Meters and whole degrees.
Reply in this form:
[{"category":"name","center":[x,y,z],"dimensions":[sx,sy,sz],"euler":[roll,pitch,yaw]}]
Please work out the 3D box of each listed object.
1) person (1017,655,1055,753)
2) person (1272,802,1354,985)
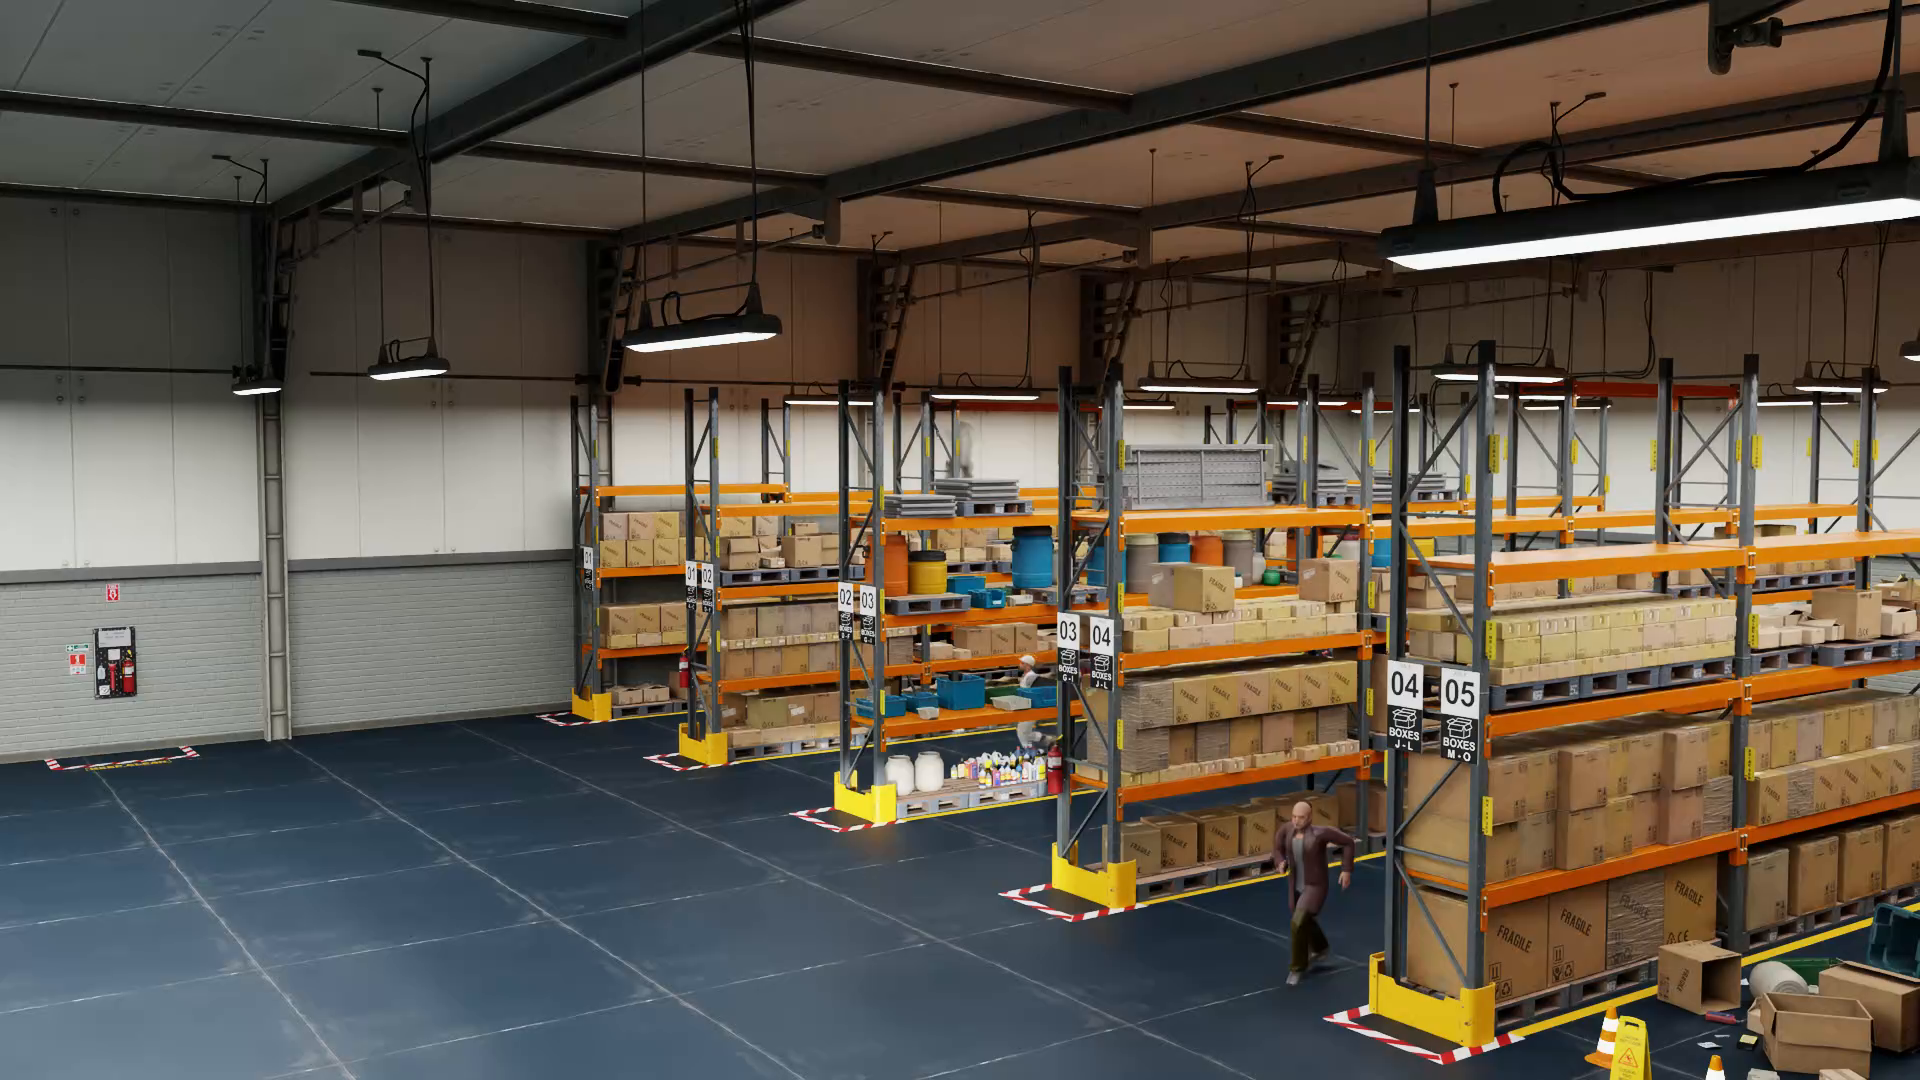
[{"category":"person","center":[1.187,2.706,26.470],"dimensions":[0.675,1.764,0.676],"euler":[-1,4,-12]},{"category":"person","center":[3.384,3.379,15.893],"dimensions":[0.933,1.831,0.765],"euler":[-3,5,-43]}]
